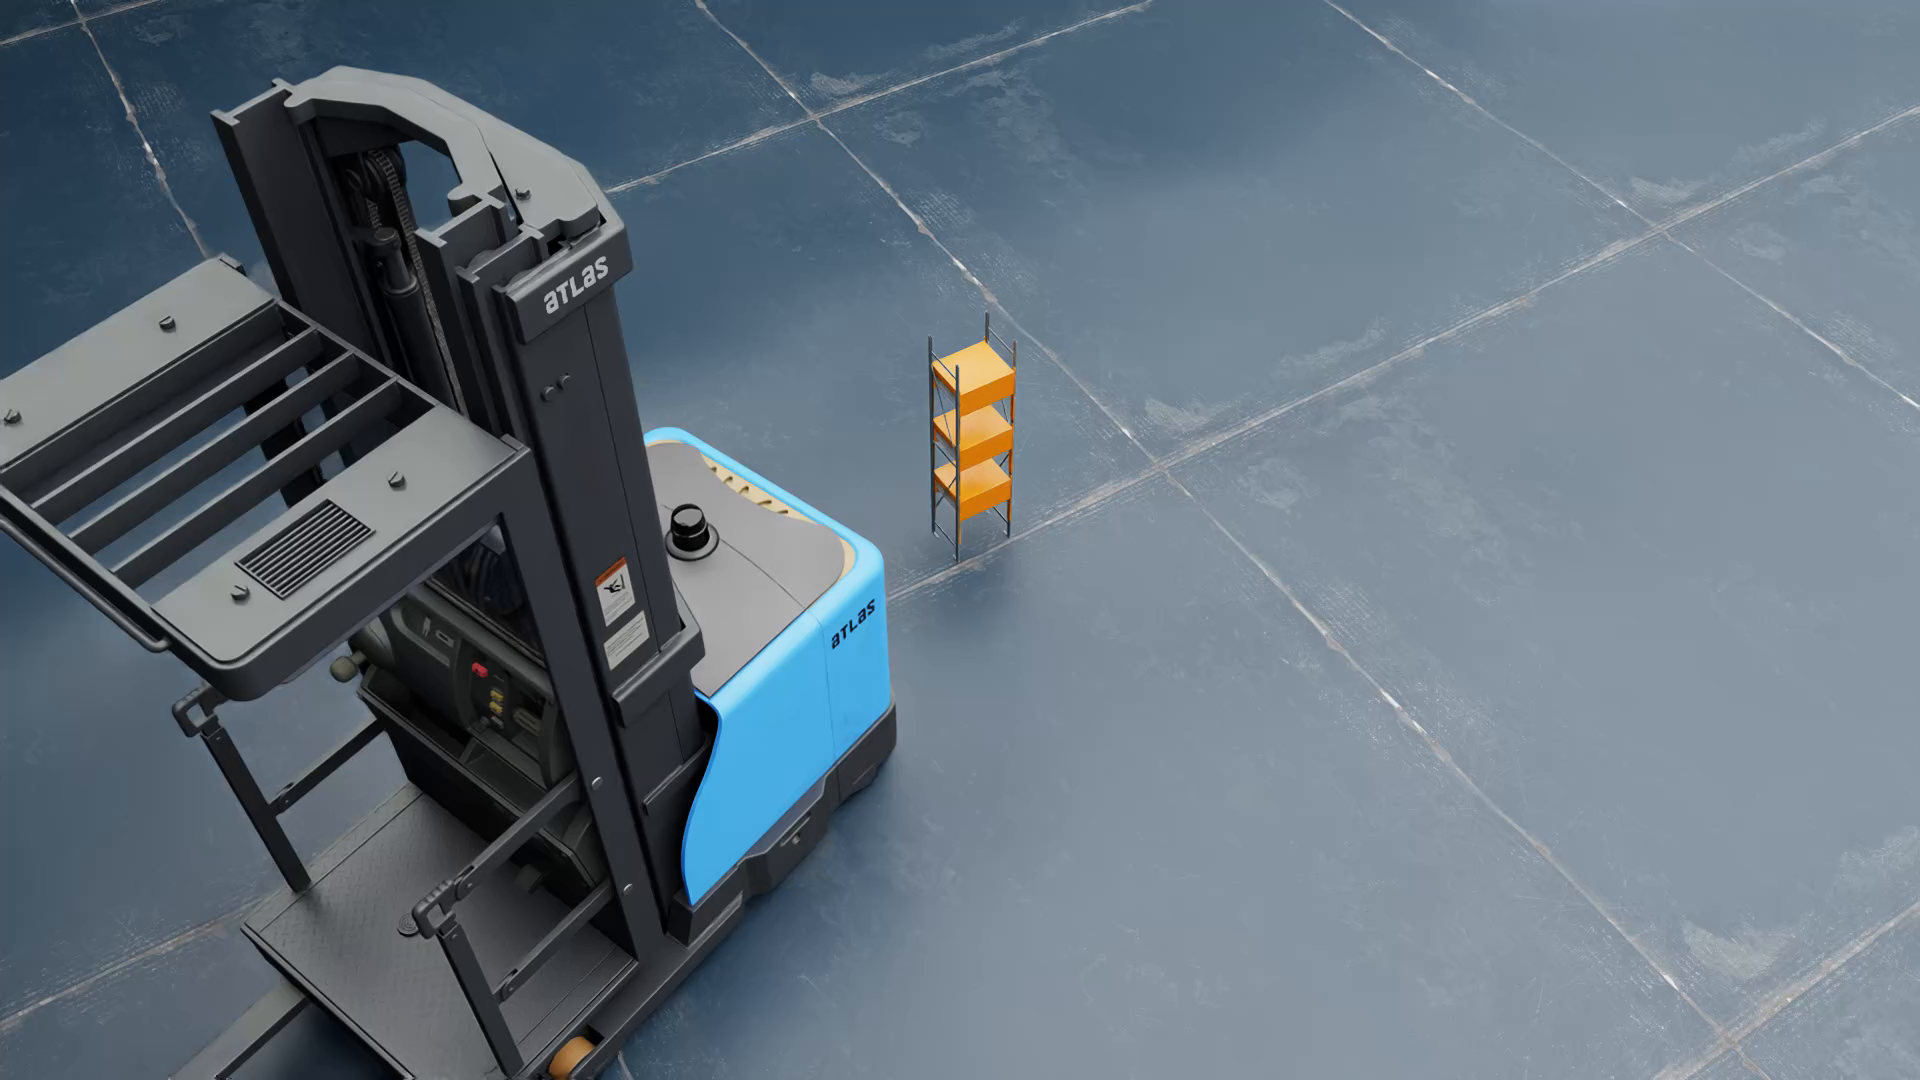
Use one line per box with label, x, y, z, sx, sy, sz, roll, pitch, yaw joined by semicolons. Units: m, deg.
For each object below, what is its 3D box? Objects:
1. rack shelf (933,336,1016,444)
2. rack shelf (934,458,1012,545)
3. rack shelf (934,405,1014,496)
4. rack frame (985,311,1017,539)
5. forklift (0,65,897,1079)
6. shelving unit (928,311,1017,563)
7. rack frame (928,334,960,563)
rack shelf;0.045;-0.552;6.118;0.240;0.259;0.215;-25;53;-21
rack shelf;0.045;-0.179;6.538;0.240;0.259;0.215;-25;53;-21
rack shelf;0.045;-0.363;6.330;0.240;0.259;0.215;-25;53;-21
rack frame;0.148;-0.419;6.366;0.008;1.050;0.200;-25;53;-21
forklift;-1.528;0.421;4.358;1.130;2.935;3.031;30;55;24
shelving unit;0.045;-0.370;6.322;0.252;1.050;0.215;-25;53;-21
rack frame;-0.058;-0.322;6.279;0.008;1.050;0.200;-25;53;-21
